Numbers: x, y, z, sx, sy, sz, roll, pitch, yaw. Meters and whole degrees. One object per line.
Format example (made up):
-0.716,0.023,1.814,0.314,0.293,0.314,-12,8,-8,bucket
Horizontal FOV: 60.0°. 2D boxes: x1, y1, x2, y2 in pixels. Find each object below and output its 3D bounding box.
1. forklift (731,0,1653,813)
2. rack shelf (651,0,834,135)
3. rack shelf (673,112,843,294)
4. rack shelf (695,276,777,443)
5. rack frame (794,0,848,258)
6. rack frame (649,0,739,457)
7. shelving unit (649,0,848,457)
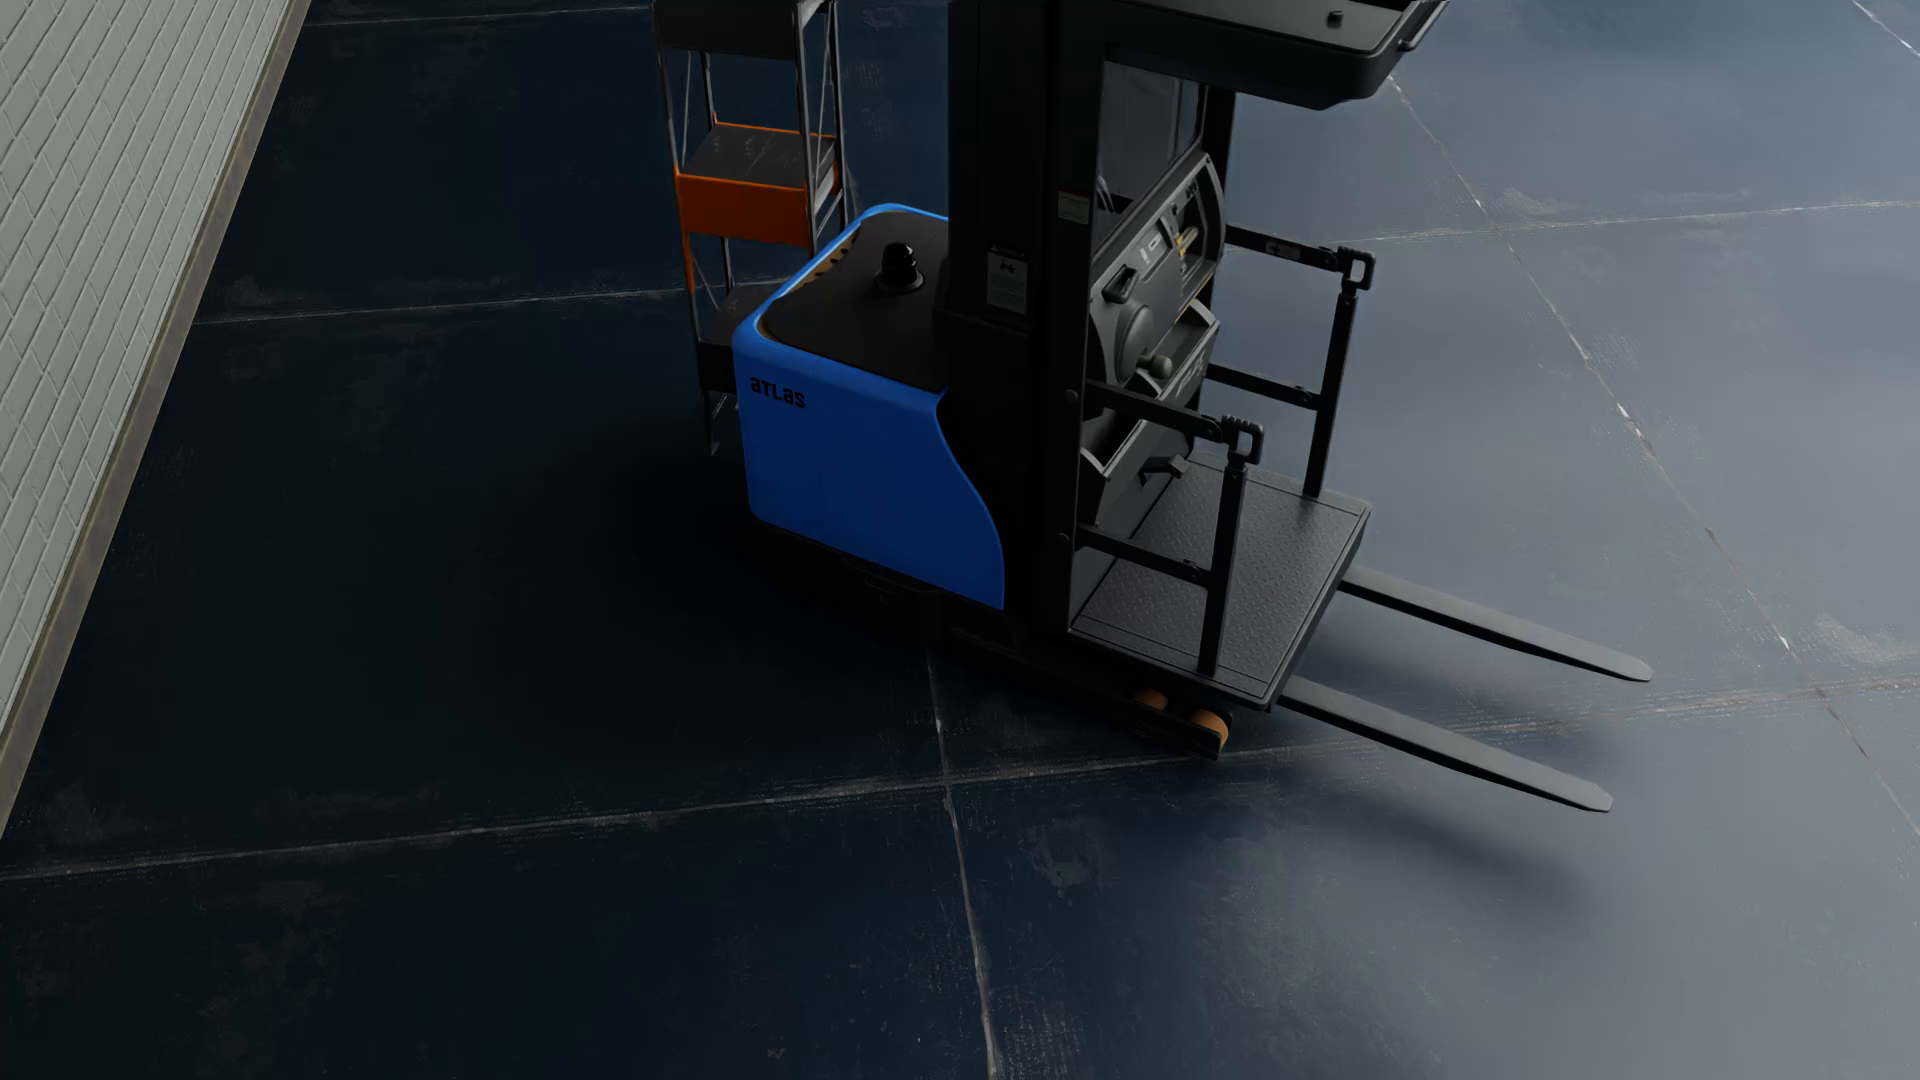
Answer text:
0.780,-0.780,4.927,3.031,2.935,1.130,20,46,21,forklift
-0.710,-1.711,5.555,0.480,0.518,0.431,9,43,10,rack shelf
-0.710,-1.192,6.024,0.480,0.518,0.431,9,43,10,rack shelf
-0.710,-0.672,6.493,0.480,0.518,0.431,9,43,10,rack shelf
-0.473,-1.163,5.972,0.015,2.100,0.400,9,43,10,rack frame
-0.947,-1.240,6.057,0.015,2.100,0.400,9,43,10,rack frame
-0.710,-1.202,6.015,0.503,2.100,0.431,9,43,10,shelving unit
